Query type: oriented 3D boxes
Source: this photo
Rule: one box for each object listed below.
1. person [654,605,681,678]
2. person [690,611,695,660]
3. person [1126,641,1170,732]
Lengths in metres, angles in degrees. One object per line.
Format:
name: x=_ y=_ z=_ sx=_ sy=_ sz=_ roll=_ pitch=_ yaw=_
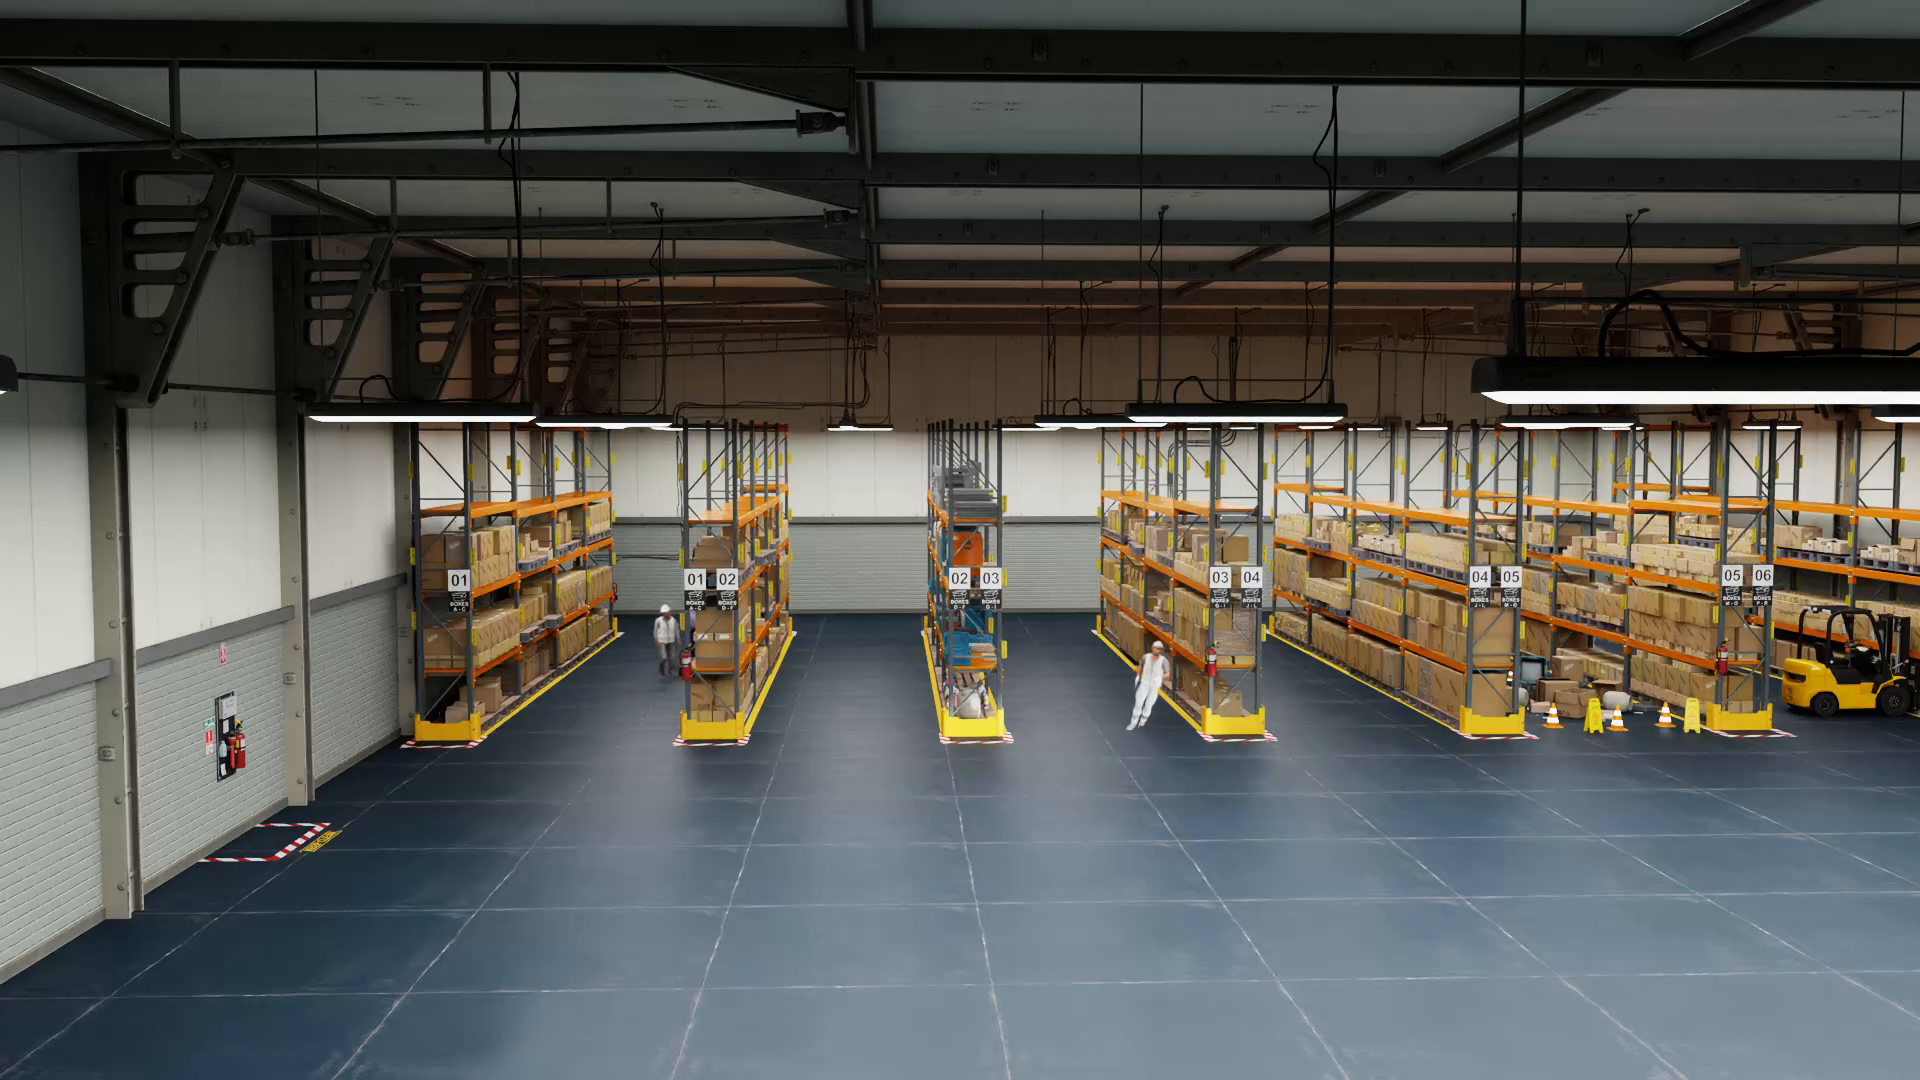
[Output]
person: x=-6.860 y=2.369 z=38.913 sx=0.630 sy=1.736 sz=0.586 roll=-3 pitch=4 yaw=-35
person: x=-6.643 y=2.286 z=41.515 sx=0.606 sy=1.572 sz=0.593 roll=-1 pitch=4 yaw=-9
person: x=3.634 y=2.800 z=32.012 sx=0.827 sy=1.742 sz=0.687 roll=1 pitch=4 yaw=14
